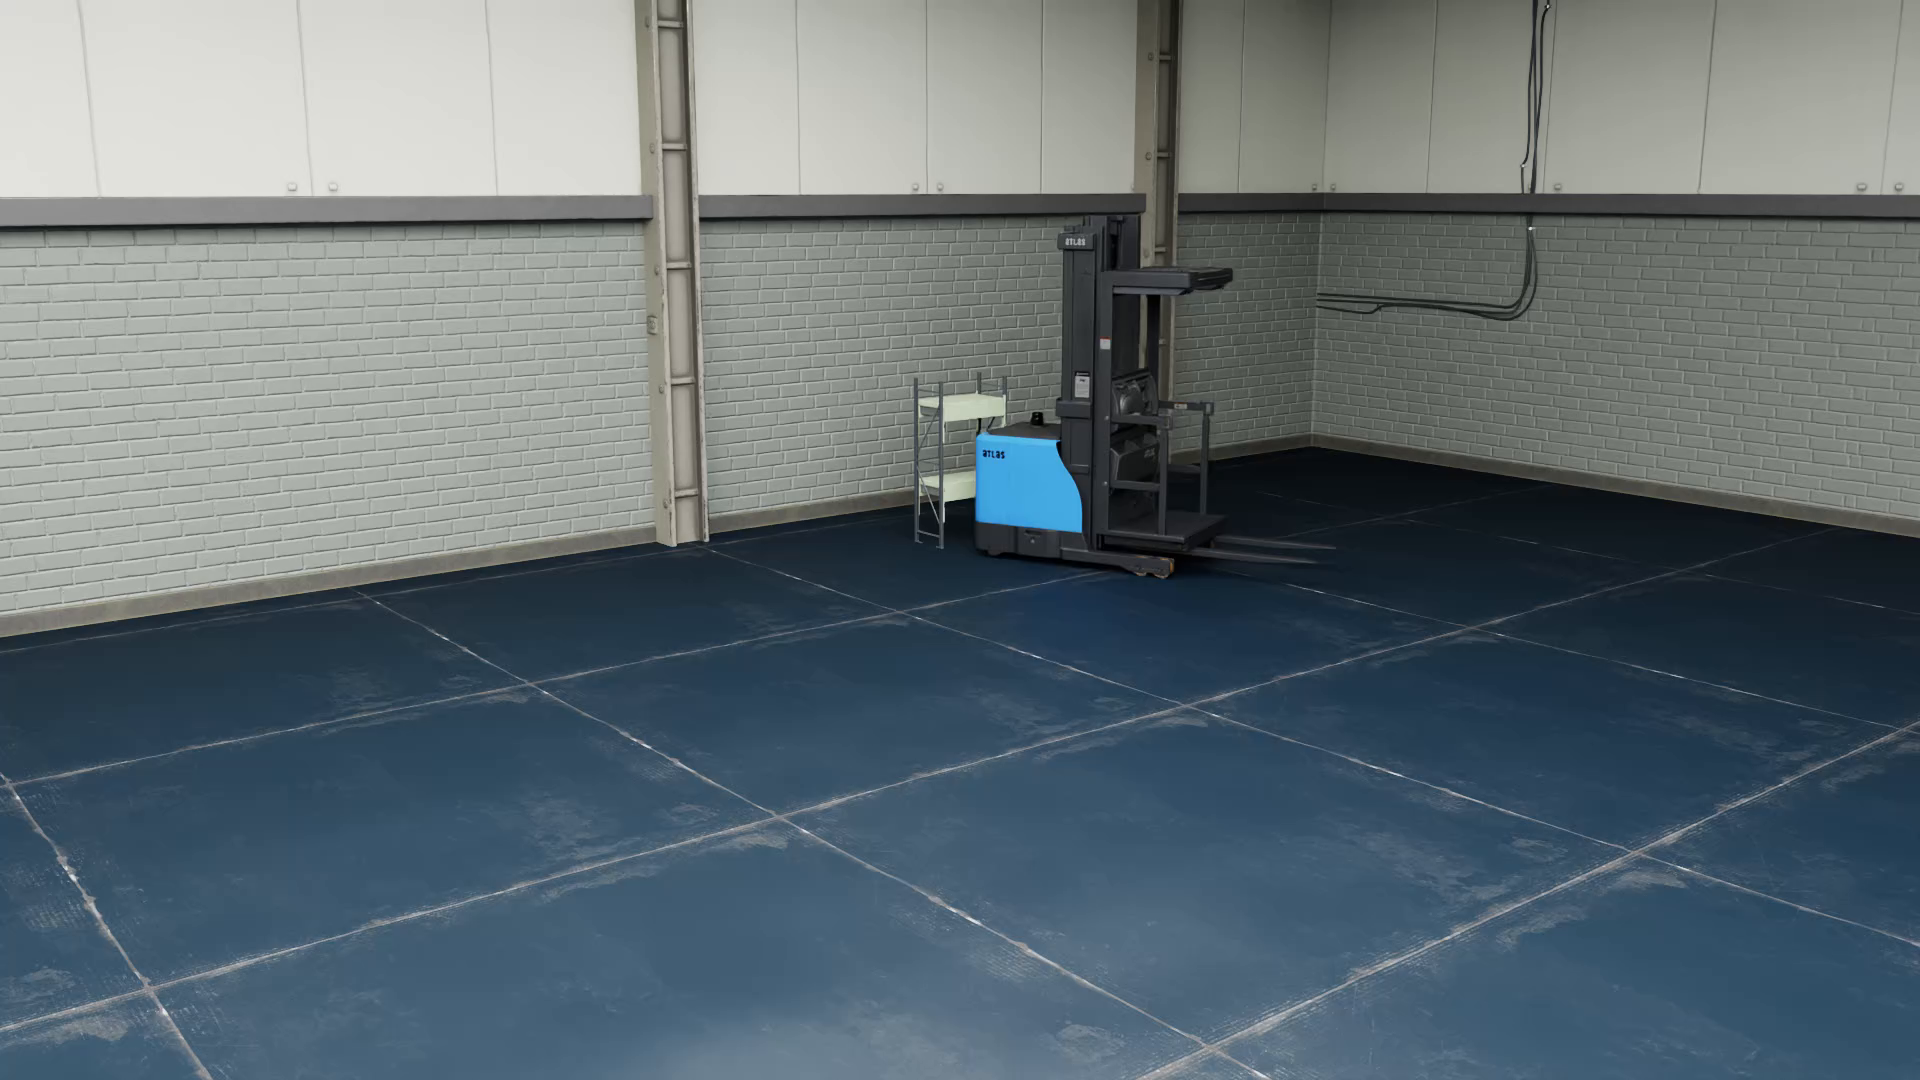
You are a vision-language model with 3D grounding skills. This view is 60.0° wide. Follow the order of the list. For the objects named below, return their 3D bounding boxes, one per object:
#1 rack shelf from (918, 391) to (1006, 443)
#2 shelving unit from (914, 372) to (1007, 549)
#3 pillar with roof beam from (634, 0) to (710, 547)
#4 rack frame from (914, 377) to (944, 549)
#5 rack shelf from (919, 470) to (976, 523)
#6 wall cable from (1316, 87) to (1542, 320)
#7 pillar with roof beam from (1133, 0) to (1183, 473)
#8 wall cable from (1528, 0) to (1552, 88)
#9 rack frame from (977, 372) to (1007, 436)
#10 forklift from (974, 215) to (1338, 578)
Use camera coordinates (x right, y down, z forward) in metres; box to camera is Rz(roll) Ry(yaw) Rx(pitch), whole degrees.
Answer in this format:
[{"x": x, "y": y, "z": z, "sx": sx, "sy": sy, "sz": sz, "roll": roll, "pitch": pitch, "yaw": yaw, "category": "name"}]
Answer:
[{"x": 0.005, "y": -1.116, "z": 15.017, "sx": 0.720, "sy": 0.370, "sz": 0.431, "roll": -9, "pitch": 15, "yaw": -38, "category": "rack shelf"}, {"x": 0.005, "y": -0.735, "z": 15.098, "sx": 0.755, "sy": 1.500, "sz": 0.431, "roll": -9, "pitch": 15, "yaw": -38, "category": "shelving unit"}, {"x": 0.151, "y": -3.694, "z": 10.984, "sx": 0.400, "sy": 9.000, "sz": 9.100, "roll": -9, "pitch": 15, "yaw": -38, "category": "pillar with roof beam"}, {"x": -0.281, "y": -0.687, "z": 14.875, "sx": 0.023, "sy": 1.500, "sz": 0.400, "roll": -9, "pitch": 15, "yaw": -38, "category": "rack frame"}, {"x": 0.005, "y": -0.416, "z": 15.166, "sx": 0.720, "sy": 0.370, "sz": 0.431, "roll": -9, "pitch": 15, "yaw": -38, "category": "rack shelf"}, {"x": 5.273, "y": -3.820, "z": 19.051, "sx": 0.112, "sy": 2.526, "sz": 3.097, "roll": -9, "pitch": 15, "yaw": -38, "category": "wall cable"}, {"x": 4.836, "y": -4.473, "z": 14.650, "sx": 0.400, "sy": 9.000, "sz": 9.100, "roll": -9, "pitch": 15, "yaw": -38, "category": "pillar with roof beam"}, {"x": 6.963, "y": -5.852, "z": 16.460, "sx": 0.112, "sy": 2.526, "sz": 3.097, "roll": -9, "pitch": 15, "yaw": -38, "category": "wall cable"}, {"x": 0.291, "y": -0.782, "z": 15.322, "sx": 0.023, "sy": 1.500, "sz": 0.400, "roll": -9, "pitch": 15, "yaw": -38, "category": "rack frame"}, {"x": 1.667, "y": -1.242, "z": 14.041, "sx": 3.031, "sy": 2.935, "sz": 1.130, "roll": 6, "pitch": 14, "yaw": 27, "category": "forklift"}]
